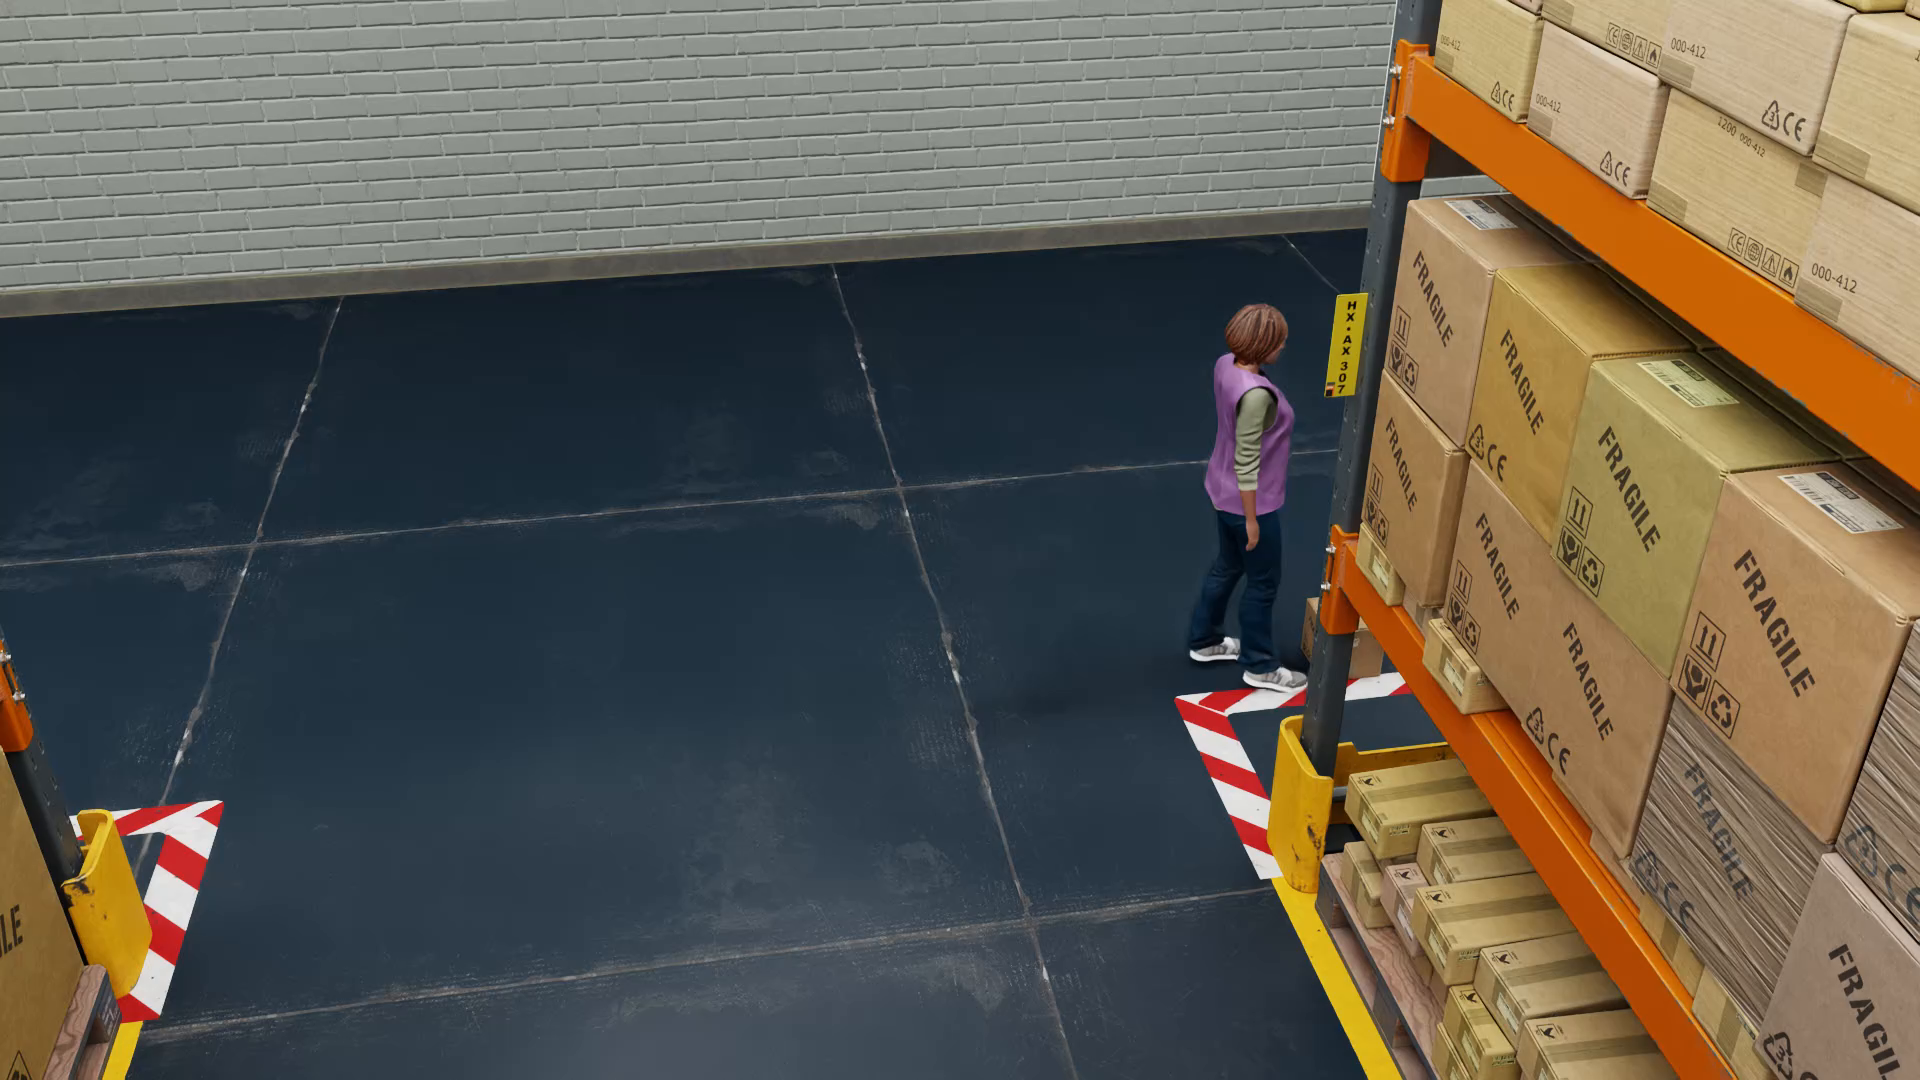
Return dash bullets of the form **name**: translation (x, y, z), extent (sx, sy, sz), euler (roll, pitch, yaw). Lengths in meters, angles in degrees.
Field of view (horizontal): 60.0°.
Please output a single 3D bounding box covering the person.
- **person**: translation (1.159, -0.163, 6.393), extent (0.461, 1.609, 0.455), euler (-4, 31, -6)
